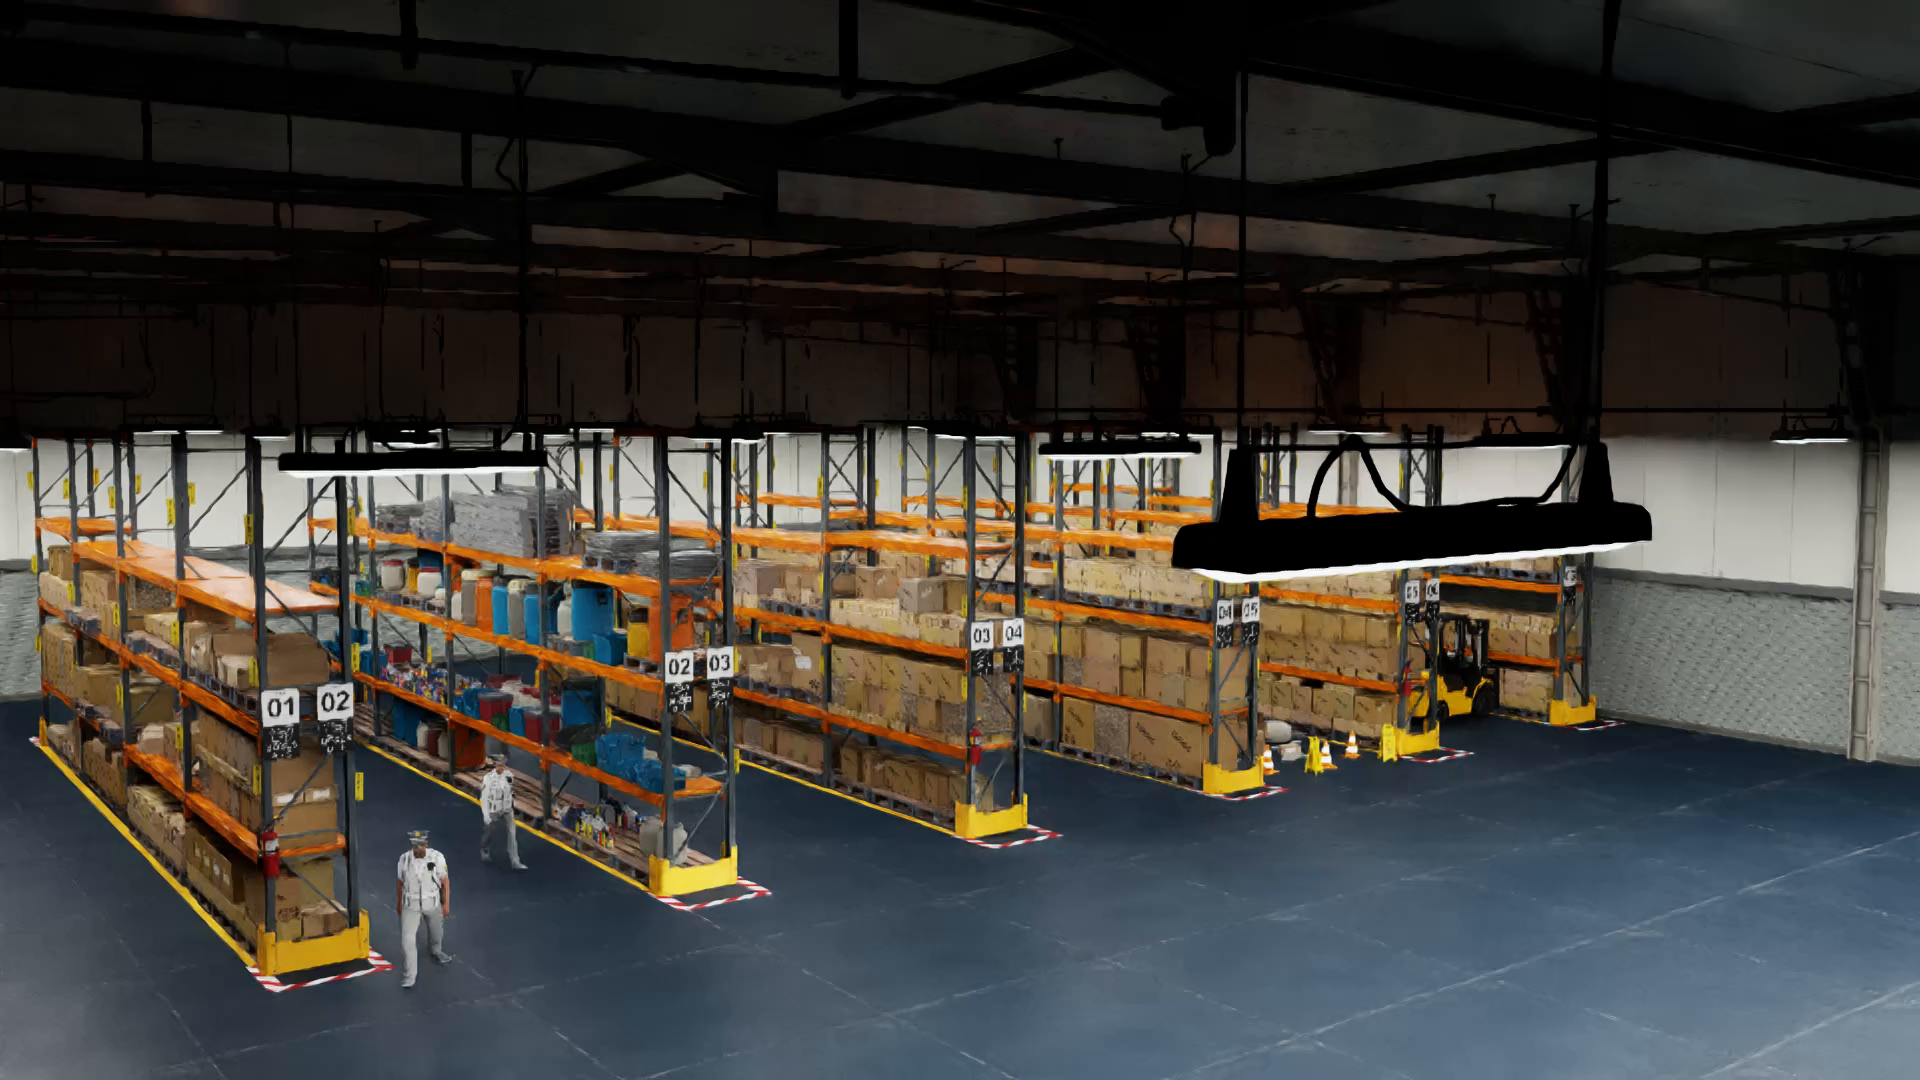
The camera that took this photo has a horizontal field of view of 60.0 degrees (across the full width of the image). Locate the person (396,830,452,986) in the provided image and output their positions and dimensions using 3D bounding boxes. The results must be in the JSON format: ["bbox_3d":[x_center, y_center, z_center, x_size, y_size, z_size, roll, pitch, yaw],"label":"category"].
[{"bbox_3d":[-5.989,4.023,18.536,0.576,1.699,0.974,-1,5,-16],"label":"person"}]

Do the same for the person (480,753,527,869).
[{"bbox_3d":[-6.369,3.715,22.958,0.495,1.589,1.086,-3,5,-35],"label":"person"}]
